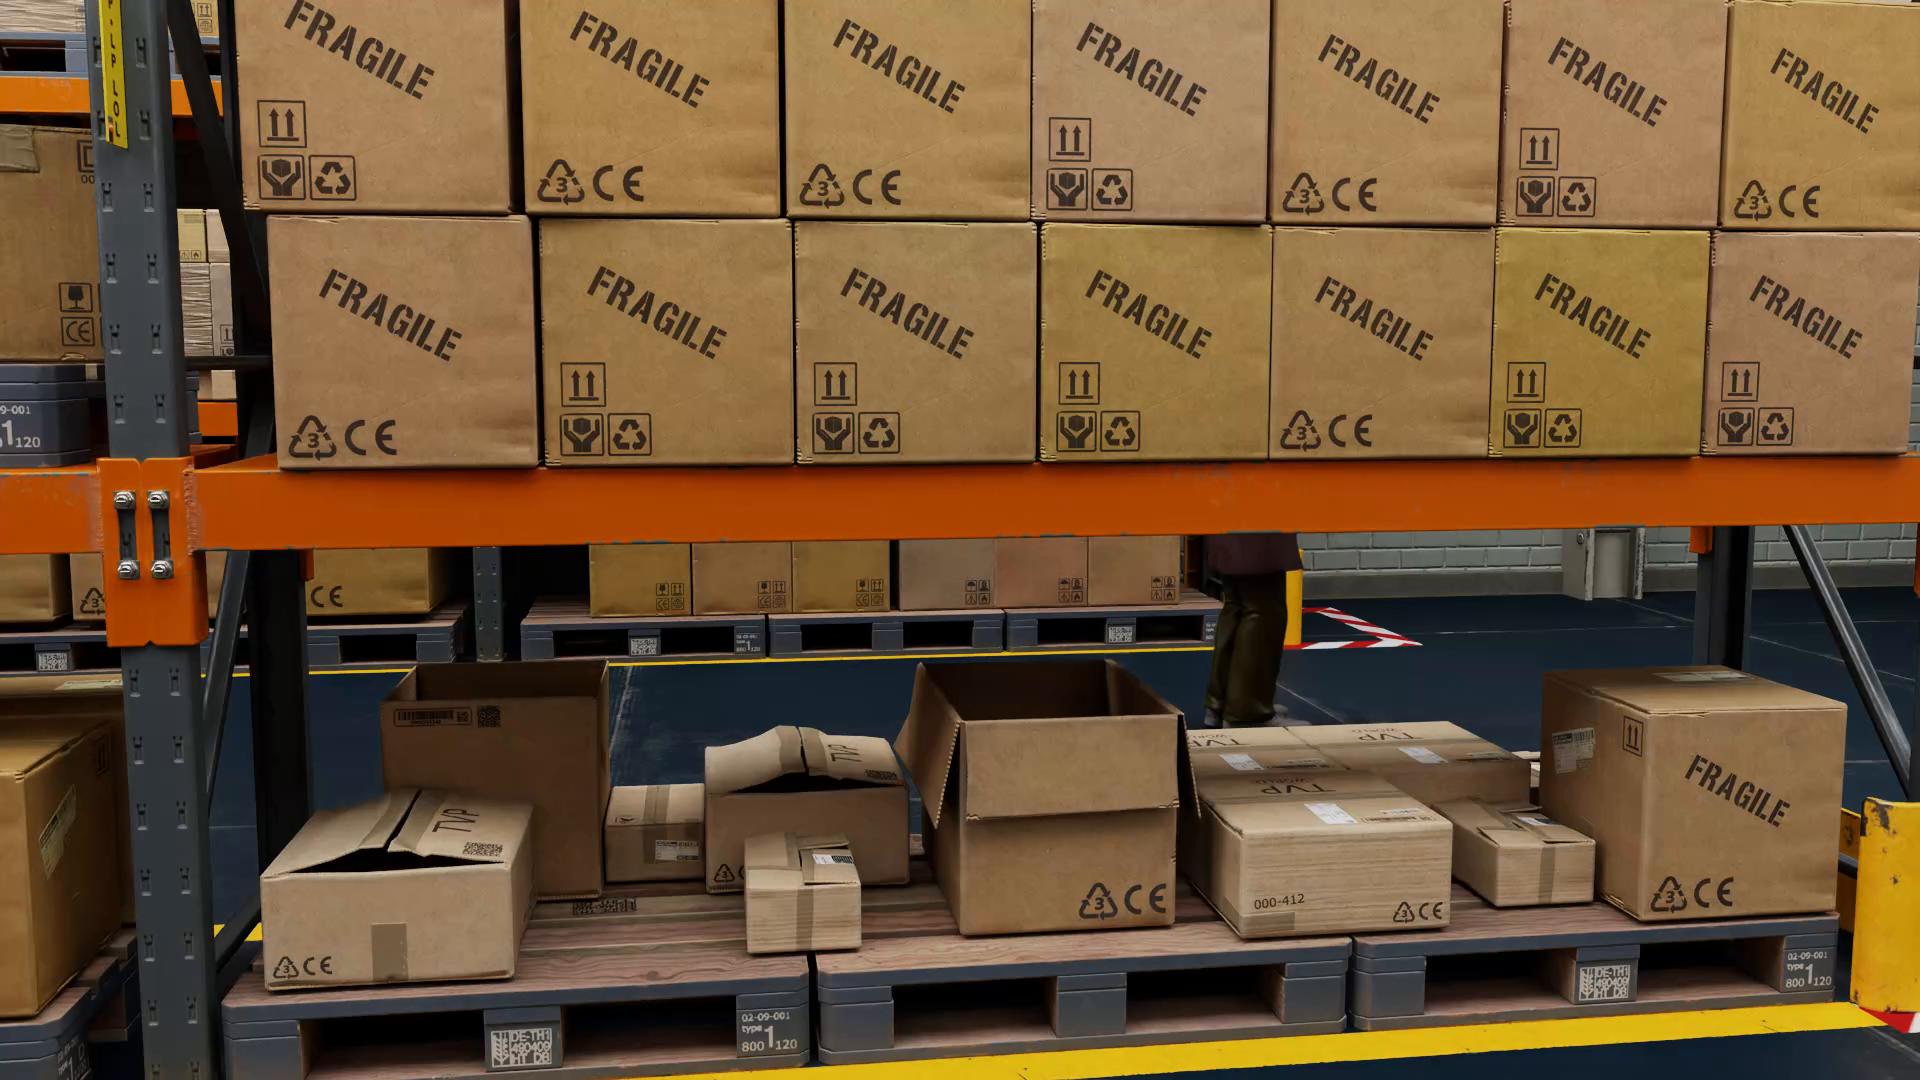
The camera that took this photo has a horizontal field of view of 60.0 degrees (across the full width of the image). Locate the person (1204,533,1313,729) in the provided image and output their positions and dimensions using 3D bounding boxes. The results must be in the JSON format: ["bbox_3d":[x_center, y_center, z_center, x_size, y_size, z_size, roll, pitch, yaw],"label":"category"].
[{"bbox_3d":[1.263,-0.105,6.691,0.538,1.779,0.542,-1,6,-9],"label":"person"}]
